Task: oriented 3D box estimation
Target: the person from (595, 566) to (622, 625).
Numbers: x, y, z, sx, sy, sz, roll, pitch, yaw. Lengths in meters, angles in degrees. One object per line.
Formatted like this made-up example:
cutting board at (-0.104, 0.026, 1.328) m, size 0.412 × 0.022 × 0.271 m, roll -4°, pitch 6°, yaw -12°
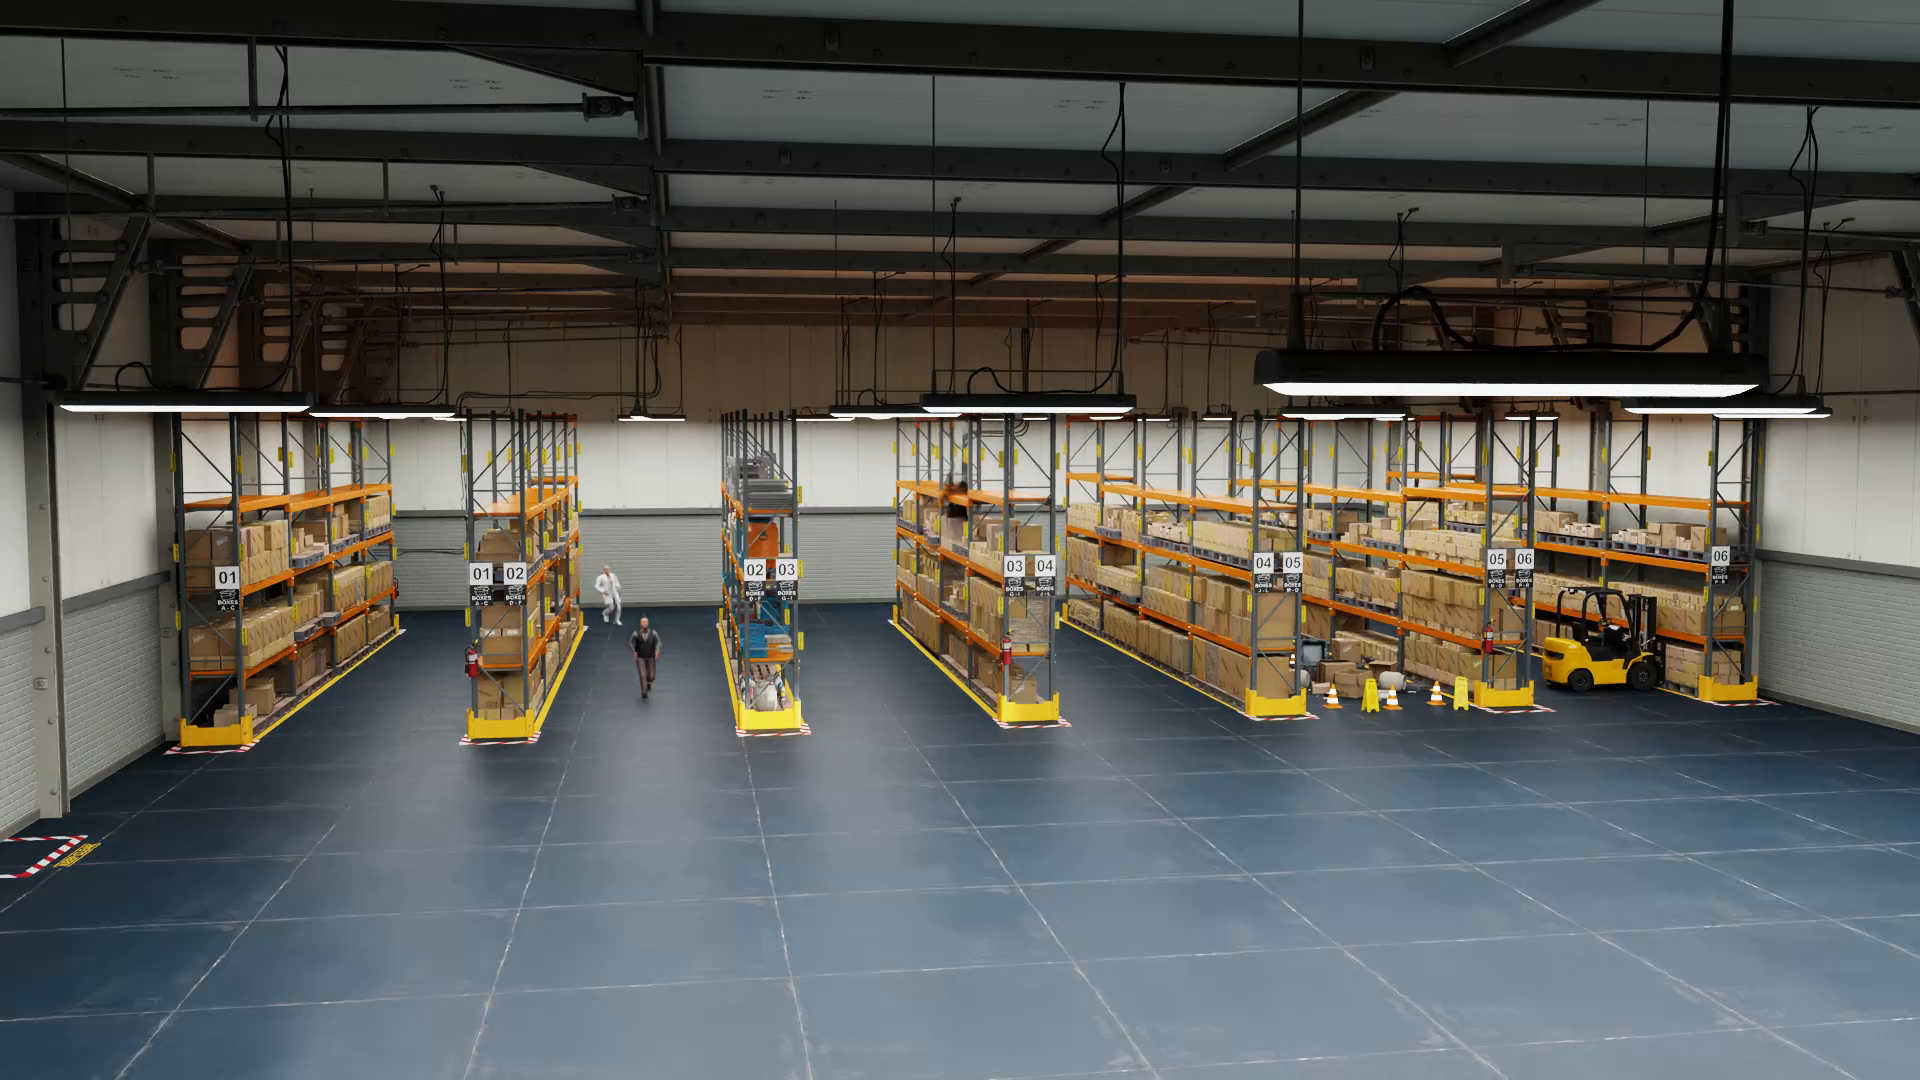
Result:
person at (-10.012, 1.578, 47.434) m, size 0.714 × 1.700 × 0.621 m, roll -4°, pitch 5°, yaw -42°

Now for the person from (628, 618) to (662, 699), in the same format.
person at (-6.590, 2.458, 34.777) m, size 0.700 × 1.679 × 0.685 m, roll -1°, pitch 4°, yaw -17°

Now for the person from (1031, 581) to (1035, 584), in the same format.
person at (2.159, 1.450, 48.532) m, size 0.769 × 1.742 × 1.050 m, roll 1°, pitch 4°, yaw 15°
